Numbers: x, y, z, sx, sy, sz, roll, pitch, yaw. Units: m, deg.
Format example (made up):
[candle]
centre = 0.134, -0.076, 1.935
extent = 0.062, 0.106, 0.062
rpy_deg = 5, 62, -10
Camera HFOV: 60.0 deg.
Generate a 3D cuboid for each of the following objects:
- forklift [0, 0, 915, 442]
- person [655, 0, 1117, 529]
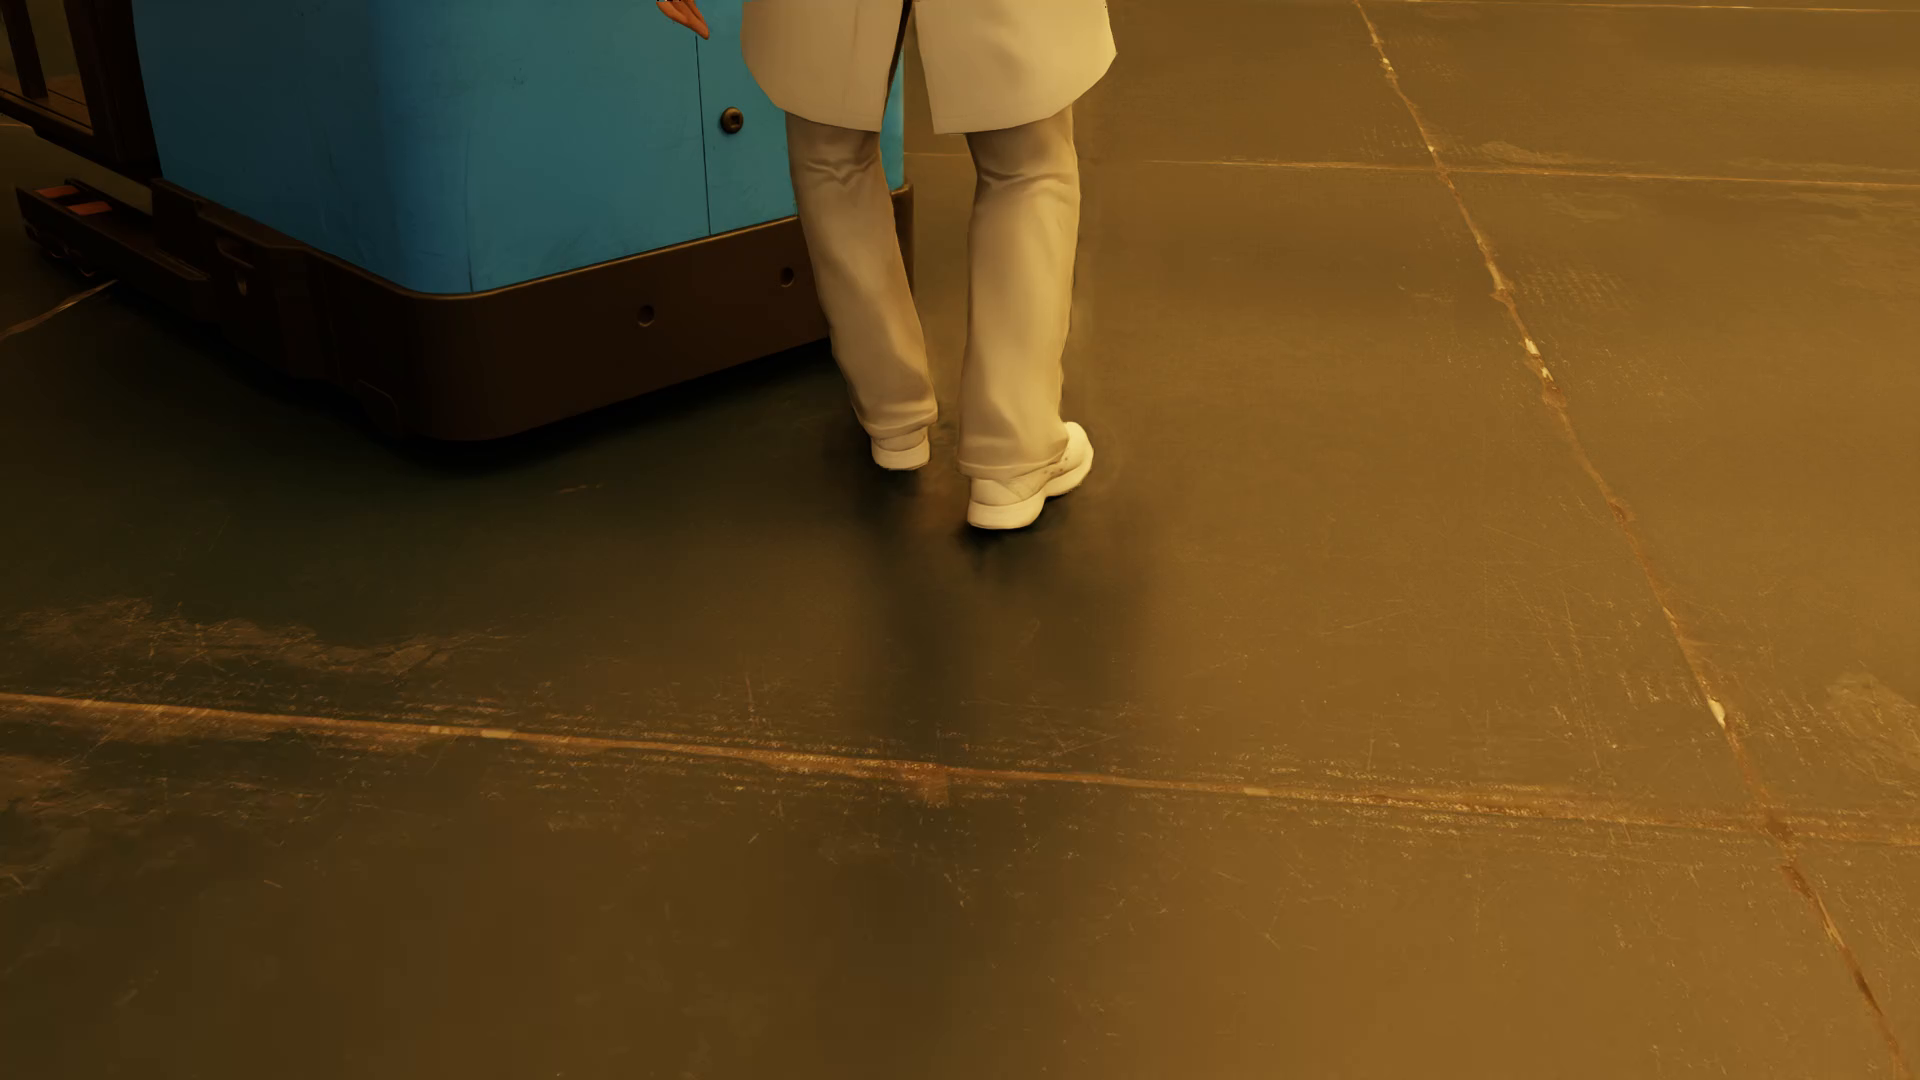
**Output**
[forklift]
centre = -1.482, -2.029, 3.284
extent = 1.130, 2.935, 3.031
rpy_deg = -24, 35, -39
[person]
centre = -0.050, -0.894, 2.355
extent = 0.821, 1.744, 0.699
rpy_deg = 1, 27, 1
